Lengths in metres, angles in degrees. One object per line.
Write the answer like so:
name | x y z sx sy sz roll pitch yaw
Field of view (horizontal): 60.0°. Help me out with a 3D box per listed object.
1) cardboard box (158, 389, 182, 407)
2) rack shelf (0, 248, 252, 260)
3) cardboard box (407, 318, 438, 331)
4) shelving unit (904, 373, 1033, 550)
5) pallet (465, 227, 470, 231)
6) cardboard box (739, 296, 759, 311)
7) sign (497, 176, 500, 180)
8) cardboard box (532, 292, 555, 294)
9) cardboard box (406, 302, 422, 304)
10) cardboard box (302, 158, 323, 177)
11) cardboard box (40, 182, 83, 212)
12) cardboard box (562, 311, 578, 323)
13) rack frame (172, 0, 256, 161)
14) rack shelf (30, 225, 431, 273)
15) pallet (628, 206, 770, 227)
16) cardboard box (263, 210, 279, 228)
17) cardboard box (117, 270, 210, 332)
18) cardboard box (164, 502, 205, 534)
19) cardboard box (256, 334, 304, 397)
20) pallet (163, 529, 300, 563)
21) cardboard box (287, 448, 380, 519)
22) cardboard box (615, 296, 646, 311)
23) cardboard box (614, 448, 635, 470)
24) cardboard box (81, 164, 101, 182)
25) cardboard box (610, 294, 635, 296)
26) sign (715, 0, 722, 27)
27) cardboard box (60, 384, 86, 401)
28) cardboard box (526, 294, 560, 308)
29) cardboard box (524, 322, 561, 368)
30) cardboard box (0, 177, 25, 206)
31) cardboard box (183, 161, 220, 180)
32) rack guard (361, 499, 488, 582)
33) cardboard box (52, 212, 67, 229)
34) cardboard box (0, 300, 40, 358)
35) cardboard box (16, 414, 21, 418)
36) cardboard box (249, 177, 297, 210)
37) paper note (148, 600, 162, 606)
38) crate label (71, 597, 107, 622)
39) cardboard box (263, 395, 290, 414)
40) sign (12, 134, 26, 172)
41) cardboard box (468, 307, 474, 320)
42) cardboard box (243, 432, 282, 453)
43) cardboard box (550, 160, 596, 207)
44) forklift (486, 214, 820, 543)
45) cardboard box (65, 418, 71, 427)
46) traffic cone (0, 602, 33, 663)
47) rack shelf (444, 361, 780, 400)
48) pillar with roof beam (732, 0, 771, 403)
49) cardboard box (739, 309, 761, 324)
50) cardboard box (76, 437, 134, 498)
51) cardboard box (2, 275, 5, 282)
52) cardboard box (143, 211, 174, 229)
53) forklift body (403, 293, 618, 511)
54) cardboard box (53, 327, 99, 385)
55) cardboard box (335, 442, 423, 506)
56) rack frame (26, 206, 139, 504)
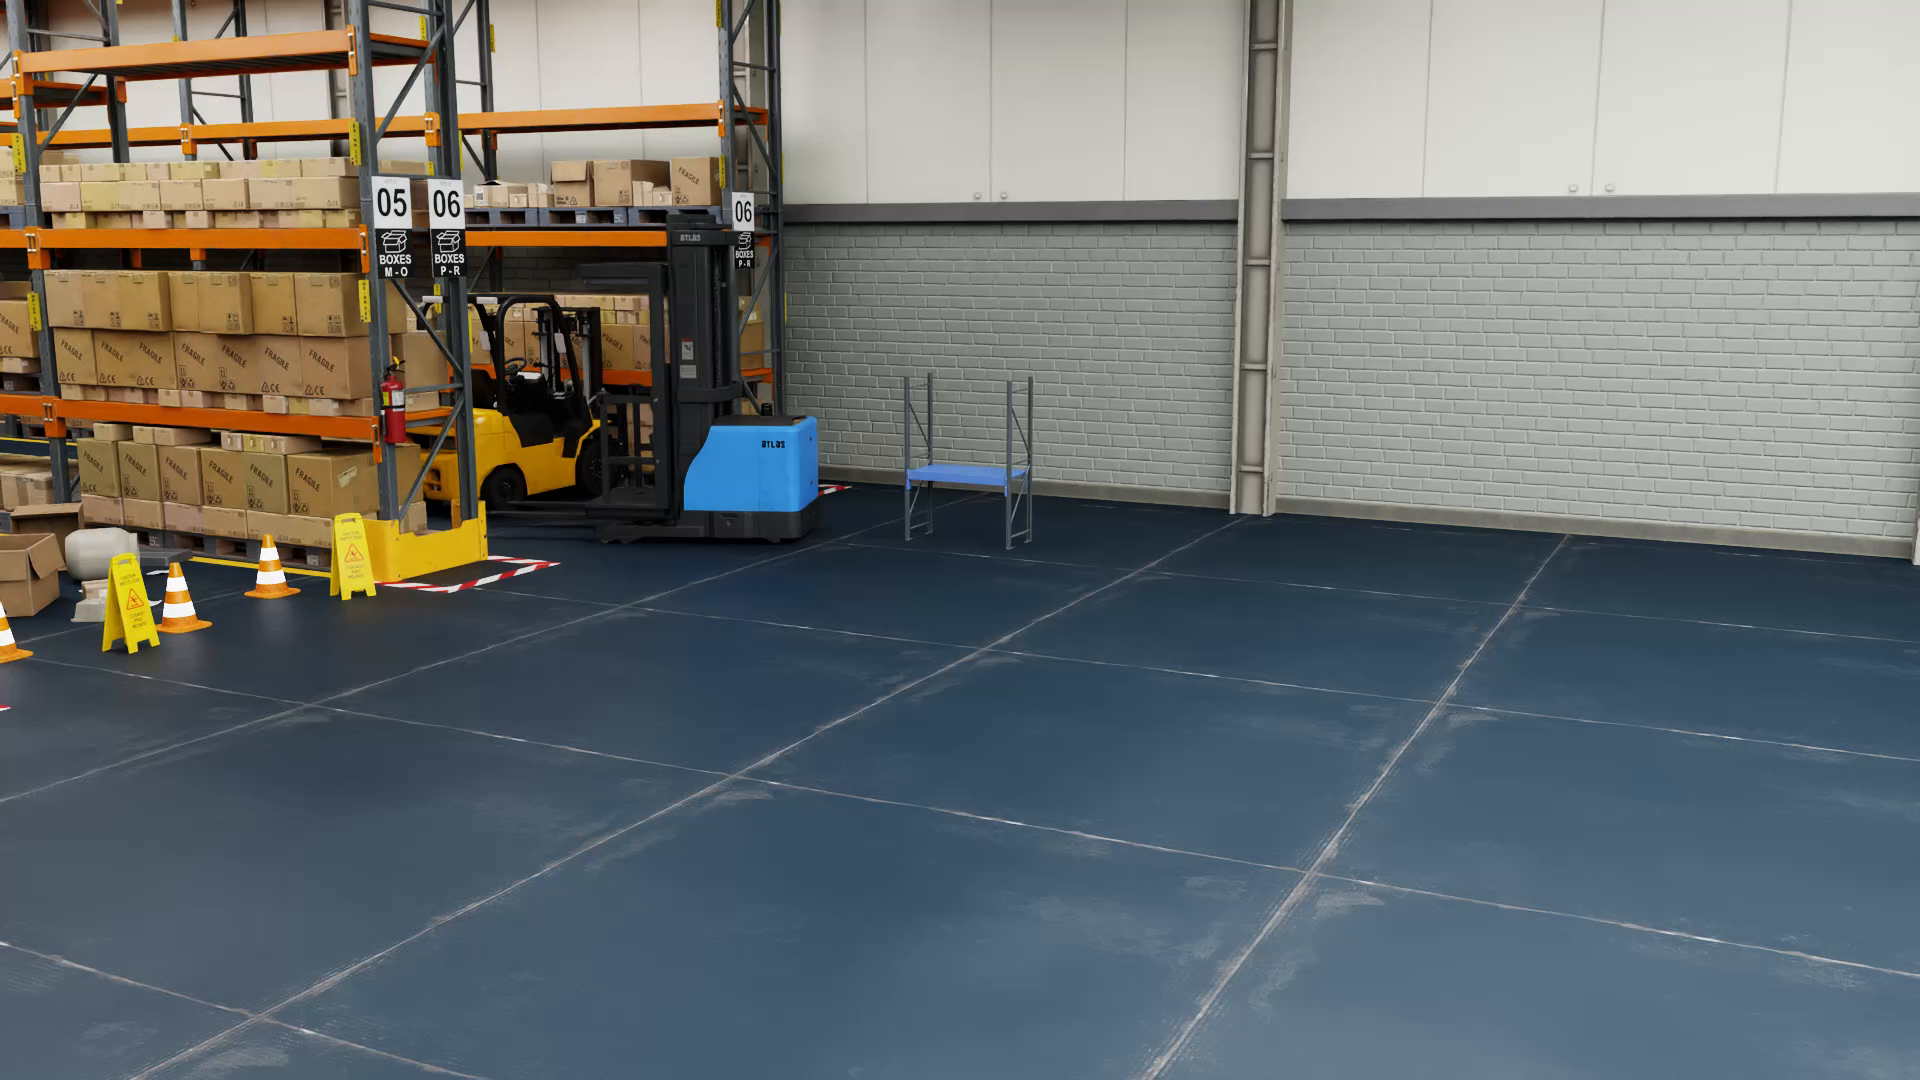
cardboard box | -6.700 -1.245 14.412 0.250 0.149 0.380 5 11 26
rack shelf | -11.172 -3.935 22.166 4.000 0.370 1.077 5 11 26
cardboard box | -6.344 -2.510 19.714 0.500 0.250 0.500 5 11 25
shelving unit | 0.076 -0.731 15.079 1.048 1.500 0.538 5 11 26
pallet | -6.588 -3.789 19.879 1.217 0.209 0.805 5 11 24
cardboard box | -2.411 -2.600 18.257 0.250 0.149 0.380 5 11 25
sign | -5.547 -4.198 19.927 0.005 0.325 0.100 5 11 26
cardboard box | -4.921 -2.833 19.542 0.250 0.149 0.380 5 11 25
cardboard box | -6.691 -2.837 20.398 0.250 0.149 0.380 5 11 25
cardboard box | -5.045 -2.983 13.351 0.250 0.149 0.380 5 12 27
cardboard box | -7.710 -3.017 14.662 0.500 0.250 0.500 5 11 25
cardboard box | -4.244 -2.516 18.629 0.250 0.149 0.380 5 11 25
rack frame | -9.378 -5.607 20.964 0.127 3.000 1.000 5 11 26
rack shelf | -6.190 -2.511 14.301 4.000 0.370 1.077 5 11 26
pallet | -2.826 -3.517 18.087 1.213 0.211 1.003 5 11 26
cardboard box | -5.499 -2.639 13.691 0.250 0.149 0.380 5 11 26
cardboard box | -6.799 -2.078 14.384 0.500 0.500 0.700 5 11 25
cardboard box | -6.614 -0.229 14.636 0.500 0.250 0.500 5 11 25
cardboard box | -5.452 -1.466 13.813 0.500 0.500 0.500 5 11 26
pallet | -6.268 -0.032 14.832 1.213 0.211 1.003 5 11 26
cardboard box | -5.231 -0.476 13.893 0.500 0.500 0.500 5 11 26
cardboard box | -3.573 -2.599 18.252 0.250 0.149 0.380 5 12 27
cardboard box | -3.651 -0.947 18.599 0.500 0.250 0.500 5 11 26
cardboard box | -7.367 -3.177 14.424 0.250 0.149 0.380 5 11 24
cardboard box | -3.785 -2.727 18.956 0.250 0.149 0.380 5 11 26
sign | -2.457 -5.390 16.918 0.005 0.325 0.100 5 11 26
cardboard box | -7.843 -1.347 14.977 0.250 0.149 0.380 5 11 26
cardboard box | -4.699 -2.705 18.834 0.250 0.149 0.380 5 11 25
cardboard box | -4.580 -2.234 18.893 0.500 0.500 0.500 5 11 25
cardboard box | -8.572 -3.179 15.210 0.500 0.250 0.500 5 11 25
cardboard box | -6.221 -3.072 13.842 0.250 0.149 0.380 5 12 27
rack guard | -4.465 -0.008 13.889 0.348 0.500 1.175 5 11 26
cardboard box | -7.811 -2.835 14.775 0.250 0.149 0.380 5 11 25
cardboard box | -8.500 -1.949 15.301 0.500 0.500 0.500 5 11 25
cardboard box | -13.453 -1.944 23.938 0.500 0.311 0.500 5 12 28
cardboard box | -5.420 -2.820 13.570 0.500 0.250 0.500 5 11 25
paper note | -6.125 0.473 12.553 0.142 0.019 0.148 1 10 6
crate label | -6.272 0.501 12.097 0.298 0.136 0.250 -1 10 -4
cardboard box | -5.568 -1.145 13.858 0.250 0.149 0.380 5 12 27
sign | -8.226 -3.382 14.535 0.005 0.325 0.100 5 11 26
cardboard box | -5.622 -2.641 19.319 0.250 0.149 0.380 5 11 25
cardboard box | -5.814 -0.834 14.048 0.250 0.149 0.380 5 12 27
cardboard box | -4.091 -3.952 18.493 0.637 0.503 0.797 5 12 28
forklift | -2.885 -1.504 15.331 3.031 2.935 1.130 1 10 6
cardboard box | -12.149 -1.833 22.793 0.500 0.500 0.500 5 11 25
traffic cone | -6.344 0.546 10.932 0.334 0.463 0.336 5 11 26
rack shelf | -3.997 -1.828 18.950 4.000 0.370 1.077 5 11 26
pillar with roof beam | -4.334 -4.488 14.781 0.400 9.000 9.100 5 11 26
cardboard box | -2.393 -2.461 18.325 0.250 0.149 0.380 5 11 24
cardboard box | -7.574 -0.680 15.021 0.500 0.500 0.500 6 12 29
cardboard box | -14.183 -3.572 24.043 0.500 0.500 0.500 5 11 24
cardboard box | -6.696 -2.720 14.139 0.250 0.149 0.380 5 11 25
forklift body | -4.712 -1.465 17.307 1.214 2.155 2.313 5 11 26
cardboard box | -7.713 -1.663 14.902 0.500 0.500 0.500 5 11 26
cardboard box | -5.019 -0.564 14.379 0.500 0.500 0.500 5 11 24
rack frame | -7.984 -1.547 15.375 0.127 3.000 1.000 5 11 26
